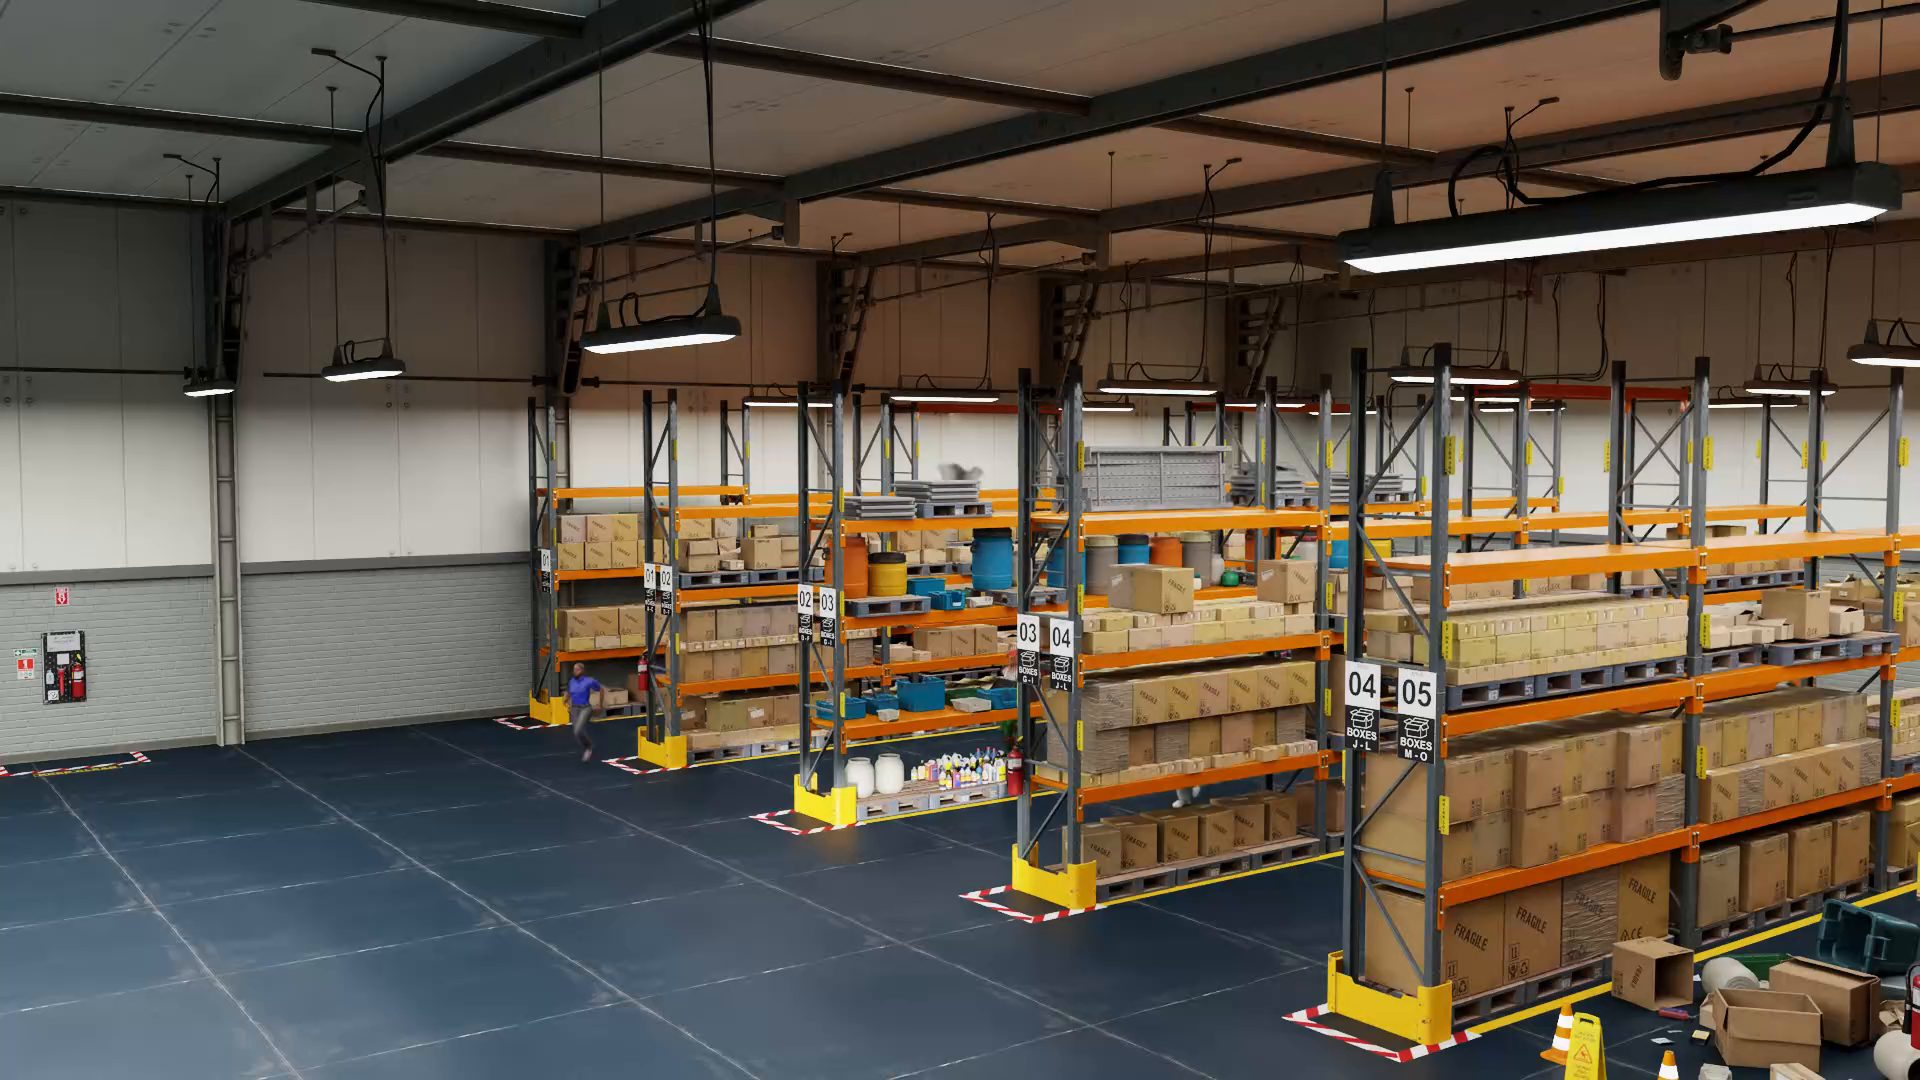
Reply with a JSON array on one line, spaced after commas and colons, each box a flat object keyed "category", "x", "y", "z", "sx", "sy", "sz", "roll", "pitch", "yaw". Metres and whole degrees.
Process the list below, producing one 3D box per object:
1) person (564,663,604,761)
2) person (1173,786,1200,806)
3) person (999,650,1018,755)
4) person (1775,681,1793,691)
[{"category": "person", "x": -6.093, "y": 2.775, "z": 26.790, "sx": 0.588, "sy": 1.608, "sz": 0.693, "roll": 1, "pitch": 4, "yaw": 23}, {"category": "person", "x": 3.153, "y": 2.959, "z": 23.565, "sx": 0.601, "sy": 1.636, "sz": 0.578, "roll": 3, "pitch": 5, "yaw": 42}, {"category": "person", "x": 0.900, "y": 2.679, "z": 27.316, "sx": 0.653, "sy": 1.749, "sz": 0.734, "roll": 3, "pitch": 5, "yaw": 43}, {"category": "person", "x": 11.782, "y": 2.900, "z": 23.802, "sx": 0.752, "sy": 1.852, "sz": 0.680, "roll": -3, "pitch": 4, "yaw": -39}]
